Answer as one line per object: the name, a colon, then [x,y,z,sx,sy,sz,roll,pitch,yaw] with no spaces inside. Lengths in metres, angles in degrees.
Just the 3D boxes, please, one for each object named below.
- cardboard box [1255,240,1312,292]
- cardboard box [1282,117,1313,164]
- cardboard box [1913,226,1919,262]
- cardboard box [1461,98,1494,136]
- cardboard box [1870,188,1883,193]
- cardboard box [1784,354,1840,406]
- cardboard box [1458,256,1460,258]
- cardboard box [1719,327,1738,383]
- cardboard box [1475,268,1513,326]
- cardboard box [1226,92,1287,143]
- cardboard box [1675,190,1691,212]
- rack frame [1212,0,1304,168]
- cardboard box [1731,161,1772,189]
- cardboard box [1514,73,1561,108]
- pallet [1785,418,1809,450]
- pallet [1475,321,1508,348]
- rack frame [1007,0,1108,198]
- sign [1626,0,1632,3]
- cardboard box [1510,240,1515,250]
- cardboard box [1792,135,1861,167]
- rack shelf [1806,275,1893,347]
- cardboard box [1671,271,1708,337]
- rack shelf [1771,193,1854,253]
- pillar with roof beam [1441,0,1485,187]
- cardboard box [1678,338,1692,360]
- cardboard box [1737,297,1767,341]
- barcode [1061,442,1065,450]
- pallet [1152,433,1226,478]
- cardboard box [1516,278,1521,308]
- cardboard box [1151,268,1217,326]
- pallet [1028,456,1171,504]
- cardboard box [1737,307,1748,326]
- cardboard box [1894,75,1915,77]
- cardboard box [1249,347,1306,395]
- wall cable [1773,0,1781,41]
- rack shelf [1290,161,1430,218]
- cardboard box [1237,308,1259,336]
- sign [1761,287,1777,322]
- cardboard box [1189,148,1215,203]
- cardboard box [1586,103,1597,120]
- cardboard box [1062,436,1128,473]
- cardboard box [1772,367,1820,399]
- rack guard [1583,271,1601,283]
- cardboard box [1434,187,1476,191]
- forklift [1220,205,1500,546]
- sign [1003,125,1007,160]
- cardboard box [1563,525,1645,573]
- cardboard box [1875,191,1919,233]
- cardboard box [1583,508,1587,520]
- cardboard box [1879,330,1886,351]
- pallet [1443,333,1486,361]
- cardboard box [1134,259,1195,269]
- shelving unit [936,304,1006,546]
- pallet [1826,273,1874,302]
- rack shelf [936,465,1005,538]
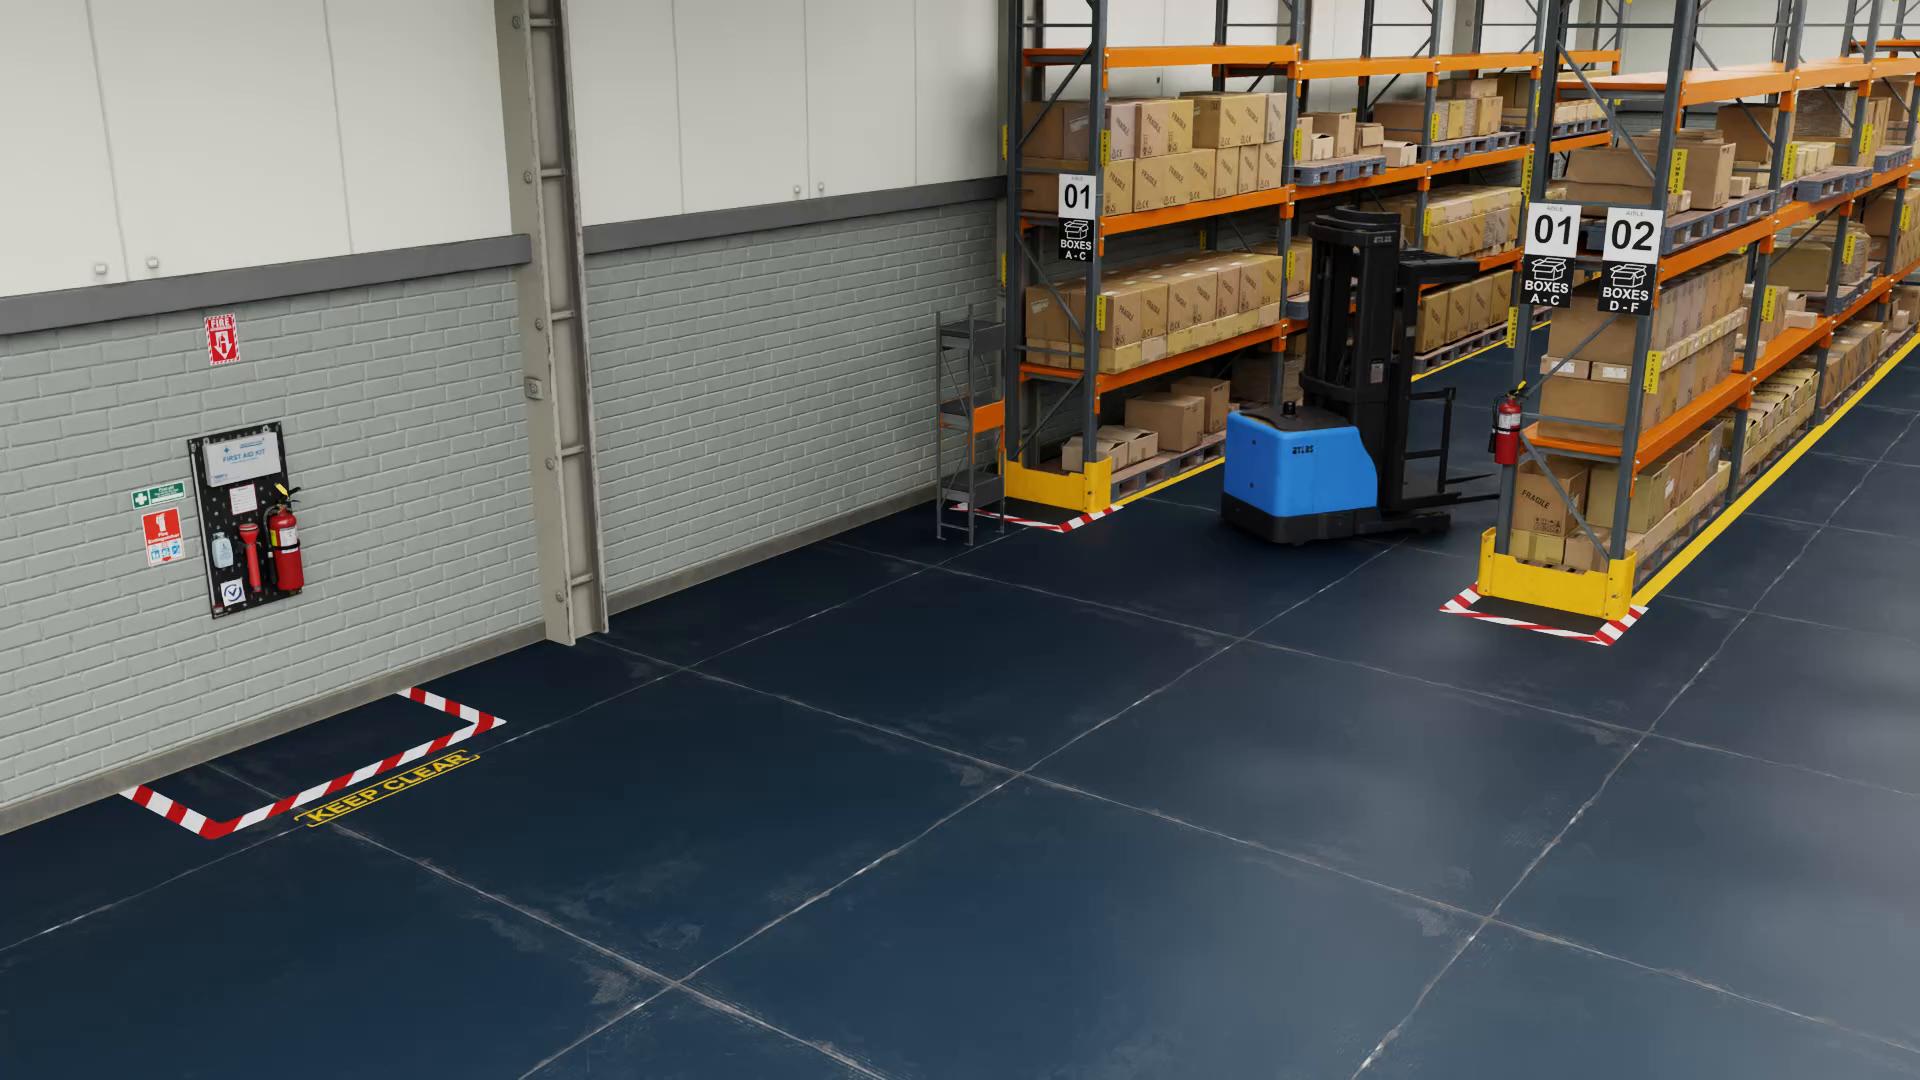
cardboard box: [3.935,-3.266,19.800,0.700,0.500,0.500,15,23,40]
cardboard box: [3.655,-4.558,18.937,0.500,0.500,0.500,16,24,42]
cardboard box: [13.439,-4.276,23.794,0.500,0.500,0.500,12,21,34]
cardboard box: [7.140,-6.023,23.620,0.700,0.500,0.500,12,21,34]
cardboard box: [12.709,-4.726,23.558,0.500,0.500,0.500,13,21,35]
cardboard box: [10.130,-1.914,19.829,0.500,0.500,0.500,14,22,37]
cardboard box: [6.775,-3.953,23.311,0.380,0.149,0.250,13,21,36]
cardboard box: [6.986,-1.828,15.910,0.700,0.500,0.500,12,21,33]
cardboard box: [7.749,-3.663,24.905,0.750,0.750,0.750,13,21,35]
cardboard box: [3.184,-4.562,17.935,0.500,0.500,0.500,10,20,30]
cardboard box: [5.705,-2.763,13.512,0.380,0.149,0.250,12,21,35]
rack frame: [3.265,-5.627,18.195,1.000,3.000,0.127,12,21,35]
cardboard box: [7.621,-3.594,16.251,0.500,0.250,0.500,15,23,40]
cardboard box: [8.682,-6.755,24.997,0.500,0.500,0.500,12,21,34]
pallet: [9.107,-1.319,19.141,1.003,0.211,1.213,12,21,35]
pallet: [7.633,-3.138,25.000,1.003,0.211,1.213,12,21,35]
rack frame: [0.882,-4.674,15.127,1.000,3.000,0.127,12,21,35]
sign: [10.843,-8.869,26.929,0.100,0.325,0.005,12,21,35]
cardboard box: [8.058,-4.426,24.835,0.380,0.149,0.250,13,21,35]
cardboard box: [9.862,-4.430,19.231,0.910,0.500,0.500,12,21,35]
rack shelf: [10.821,-2.973,20.978,1.077,0.370,4.000,12,21,35]
cardboard box: [6.089,-2.089,14.563,0.700,0.500,0.500,12,21,35]
rack shelf: [8.437,-3.452,17.465,1.077,0.370,4.000,12,21,35]
pillar with roof beam: [11.212,-7.091,22.910,9.100,9.000,0.400,12,21,35]
cardboard box: [6.035,-1.654,14.257,0.380,0.149,0.250,12,21,34]
cardboard box: [8.030,-2.240,17.238,0.500,0.500,0.500,14,22,39]
barcode: [1.056,-0.963,17.070,0.001,0.075,0.075,12,21,35]
pallet: [2.167,-0.972,18.024,1.003,0.211,1.213,12,21,35]
cardboard box: [8.560,-3.834,26.044,0.700,0.500,0.500,13,21,35]
cardboard box: [2.321,-2.528,17.289,0.500,0.500,0.500,13,22,36]
pallet: [1.440,-0.682,17.092,1.003,0.211,1.213,12,21,35]
cardboard box: [7.256,-2.142,15.827,0.380,0.149,0.250,12,21,35]
cardboard box: [13.737,-6.474,24.126,0.700,0.500,0.500,12,21,35]
cardboard box: [3.958,-2.088,20.389,0.700,0.500,0.500,12,21,34]
wall cable: [16.245,-10.220,29.706,3.097,2.526,0.112,12,21,35]
rack shelf: [4.457,-4.327,20.281,1.077,0.370,4.000,12,21,35]
cardboard box: [2.923,-2.416,18.191,0.500,0.250,0.500,13,21,35]
sign: [7.692,-2.241,15.814,0.100,0.325,0.005,12,21,35]
cardboard box: [2.239,-3.711,16.884,0.500,0.500,0.500,14,22,38]
cardboard box: [9.883,-6.883,26.676,0.500,0.250,0.500,11,21,33]
cardboard box: [1.366,-0.884,16.830,0.500,0.311,0.500,10,20,29]
cardboard box: [9.515,-1.827,19.057,0.500,0.311,0.500,13,22,36]
rack guard: [10.429,-4.432,28.678,1.175,0.500,0.348,12,21,35]
cardboard box: [7.242,-5.035,24.438,0.500,0.250,0.500,13,21,35]
forklift: [4.037,-1.604,15.472,3.031,2.935,1.130,-7,19,-21]
sign: [0.448,-3.767,15.772,0.100,0.325,0.005,12,21,35]
cardboard box: [5.361,0.090,13.831,0.500,0.250,0.500,12,21,35]
cardboard box: [12.826,-4.503,22.839,0.500,0.500,0.500,12,21,33]
cardboard box: [5.233,-0.123,14.516,0.500,0.250,0.500,12,21,35]
cardboard box: [12.436,-2.780,22.937,0.500,0.311,0.500,12,21,35]
pallet: [6.906,-2.846,24.060,1.003,0.211,1.213,12,21,35]
cardboard box: [2.205,-2.742,17.978,0.500,0.500,0.500,13,22,36]
shelving unit: [0.099,-1.042,15.066,0.431,2.100,0.503,12,21,35]
pallet: [10.784,-3.212,20.860,1.003,0.211,1.213,12,21,35]
rack shelf: [0.099,-0.361,15.277,0.431,0.518,0.480,12,21,35]
